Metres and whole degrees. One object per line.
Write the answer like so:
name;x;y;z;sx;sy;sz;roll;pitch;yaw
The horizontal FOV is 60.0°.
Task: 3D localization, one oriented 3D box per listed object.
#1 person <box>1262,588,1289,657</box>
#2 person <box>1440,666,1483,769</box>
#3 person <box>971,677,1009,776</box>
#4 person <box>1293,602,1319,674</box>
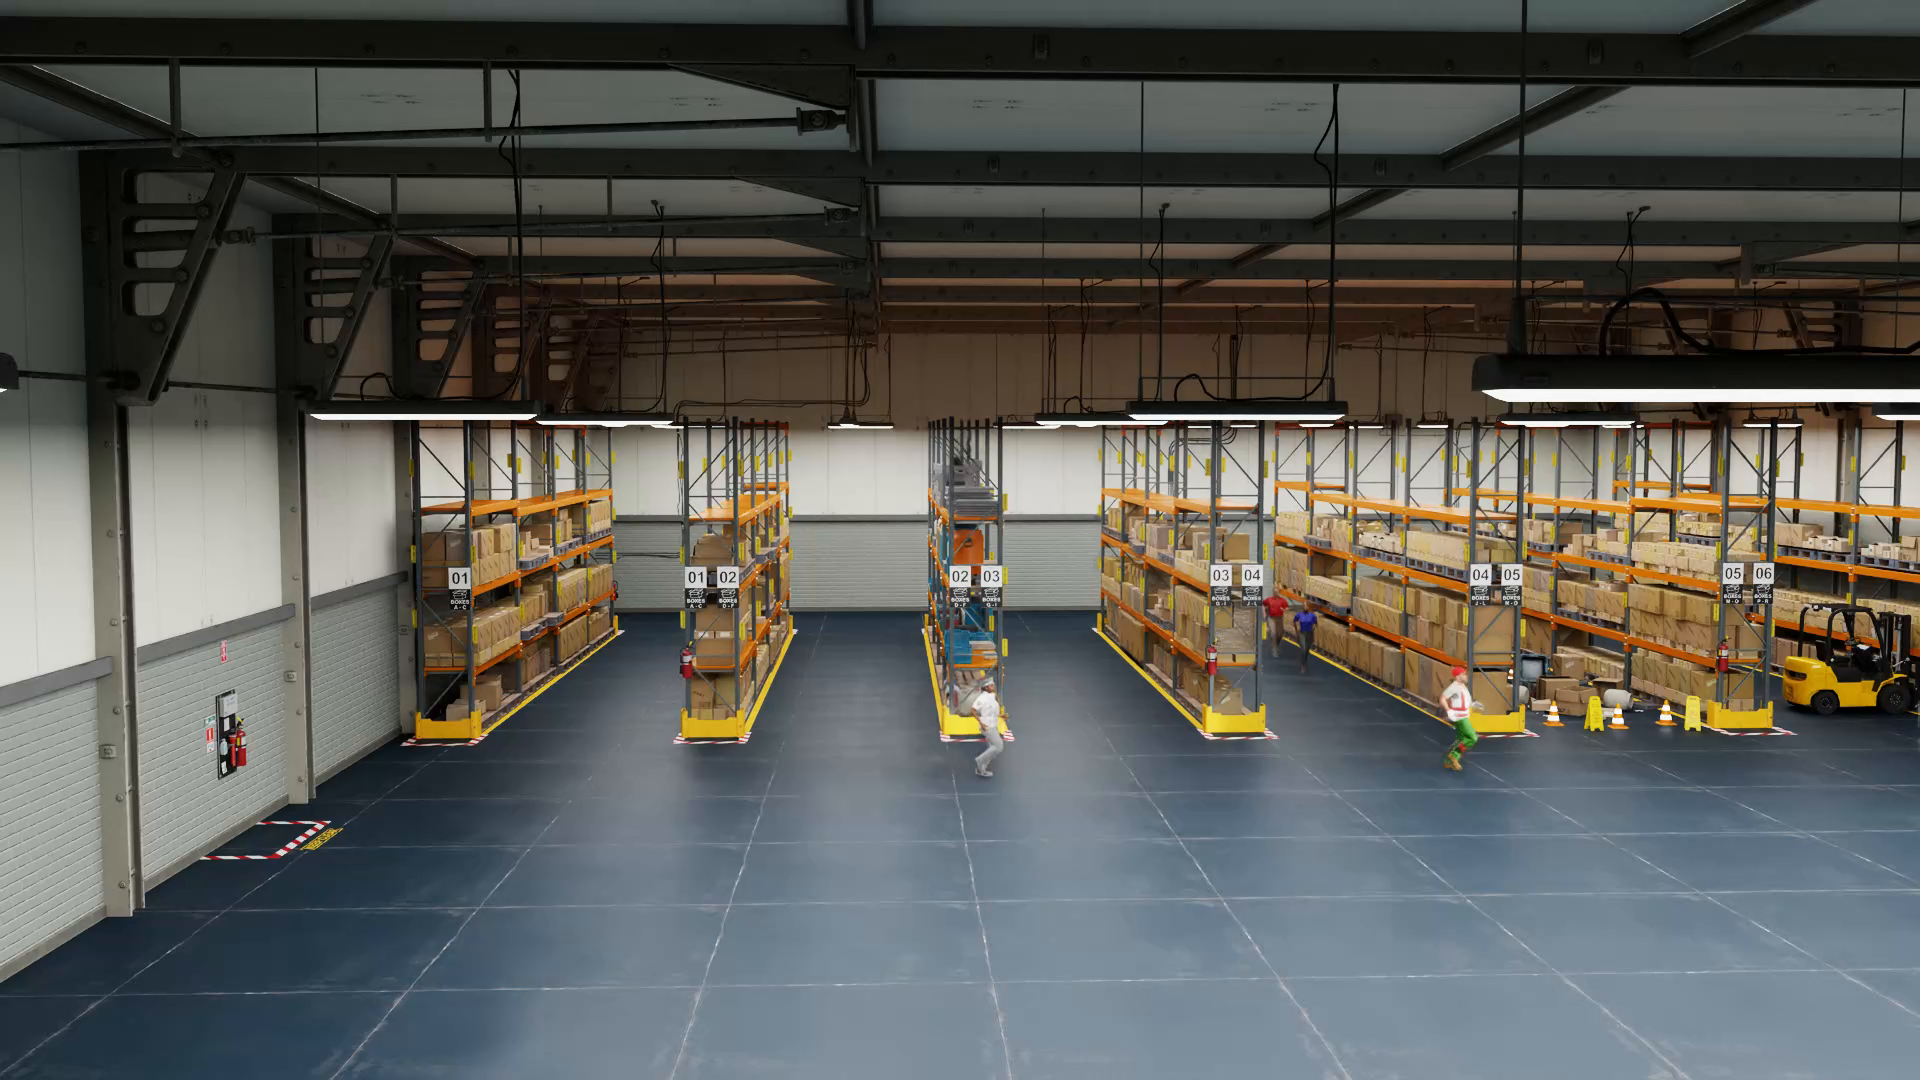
person;8.056;2.058;42.445;0.662;1.695;0.905;0;4;-1
person;8.469;3.003;28.004;0.640;1.746;0.653;2;4;31
person;0.527;3.090;27.521;0.569;1.659;0.549;1;4;20
person;8.226;2.311;39.613;0.549;1.692;0.784;0;4;-2
